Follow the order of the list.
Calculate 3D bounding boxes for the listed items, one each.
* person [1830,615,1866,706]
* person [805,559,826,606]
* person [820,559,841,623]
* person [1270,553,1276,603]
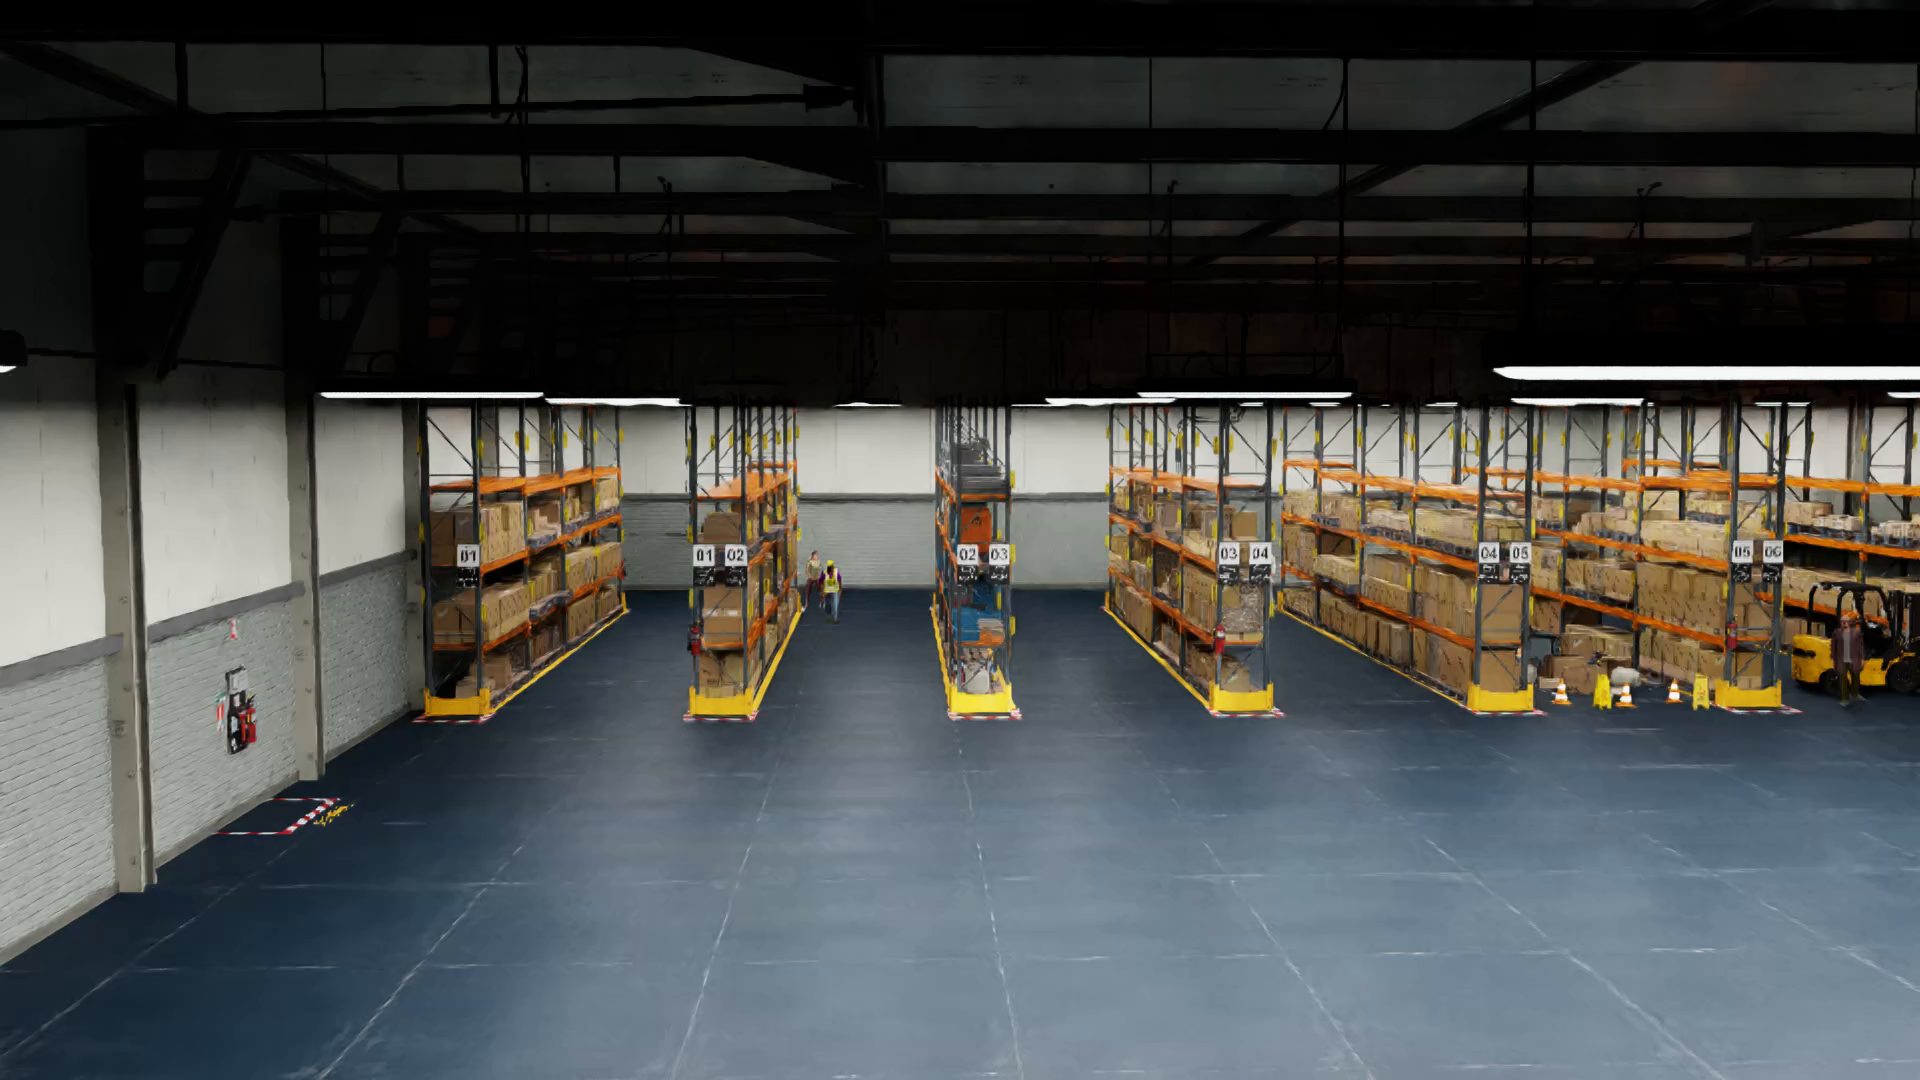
[{"bbox_3d":[17.168,2.313,32.137,0.627,1.772,0.572,3,5,33],"label":"person"},{"bbox_3d":[-4.224,1.232,48.249,0.573,1.389,0.718,-3,5,-32],"label":"person"},{"bbox_3d":[-3.469,1.355,44.575,0.582,1.686,1.113,0,5,-4],"label":"person"},{"bbox_3d":[8.969,1.002,48.835,0.655,1.749,0.714,3,5,29],"label":"person"}]
